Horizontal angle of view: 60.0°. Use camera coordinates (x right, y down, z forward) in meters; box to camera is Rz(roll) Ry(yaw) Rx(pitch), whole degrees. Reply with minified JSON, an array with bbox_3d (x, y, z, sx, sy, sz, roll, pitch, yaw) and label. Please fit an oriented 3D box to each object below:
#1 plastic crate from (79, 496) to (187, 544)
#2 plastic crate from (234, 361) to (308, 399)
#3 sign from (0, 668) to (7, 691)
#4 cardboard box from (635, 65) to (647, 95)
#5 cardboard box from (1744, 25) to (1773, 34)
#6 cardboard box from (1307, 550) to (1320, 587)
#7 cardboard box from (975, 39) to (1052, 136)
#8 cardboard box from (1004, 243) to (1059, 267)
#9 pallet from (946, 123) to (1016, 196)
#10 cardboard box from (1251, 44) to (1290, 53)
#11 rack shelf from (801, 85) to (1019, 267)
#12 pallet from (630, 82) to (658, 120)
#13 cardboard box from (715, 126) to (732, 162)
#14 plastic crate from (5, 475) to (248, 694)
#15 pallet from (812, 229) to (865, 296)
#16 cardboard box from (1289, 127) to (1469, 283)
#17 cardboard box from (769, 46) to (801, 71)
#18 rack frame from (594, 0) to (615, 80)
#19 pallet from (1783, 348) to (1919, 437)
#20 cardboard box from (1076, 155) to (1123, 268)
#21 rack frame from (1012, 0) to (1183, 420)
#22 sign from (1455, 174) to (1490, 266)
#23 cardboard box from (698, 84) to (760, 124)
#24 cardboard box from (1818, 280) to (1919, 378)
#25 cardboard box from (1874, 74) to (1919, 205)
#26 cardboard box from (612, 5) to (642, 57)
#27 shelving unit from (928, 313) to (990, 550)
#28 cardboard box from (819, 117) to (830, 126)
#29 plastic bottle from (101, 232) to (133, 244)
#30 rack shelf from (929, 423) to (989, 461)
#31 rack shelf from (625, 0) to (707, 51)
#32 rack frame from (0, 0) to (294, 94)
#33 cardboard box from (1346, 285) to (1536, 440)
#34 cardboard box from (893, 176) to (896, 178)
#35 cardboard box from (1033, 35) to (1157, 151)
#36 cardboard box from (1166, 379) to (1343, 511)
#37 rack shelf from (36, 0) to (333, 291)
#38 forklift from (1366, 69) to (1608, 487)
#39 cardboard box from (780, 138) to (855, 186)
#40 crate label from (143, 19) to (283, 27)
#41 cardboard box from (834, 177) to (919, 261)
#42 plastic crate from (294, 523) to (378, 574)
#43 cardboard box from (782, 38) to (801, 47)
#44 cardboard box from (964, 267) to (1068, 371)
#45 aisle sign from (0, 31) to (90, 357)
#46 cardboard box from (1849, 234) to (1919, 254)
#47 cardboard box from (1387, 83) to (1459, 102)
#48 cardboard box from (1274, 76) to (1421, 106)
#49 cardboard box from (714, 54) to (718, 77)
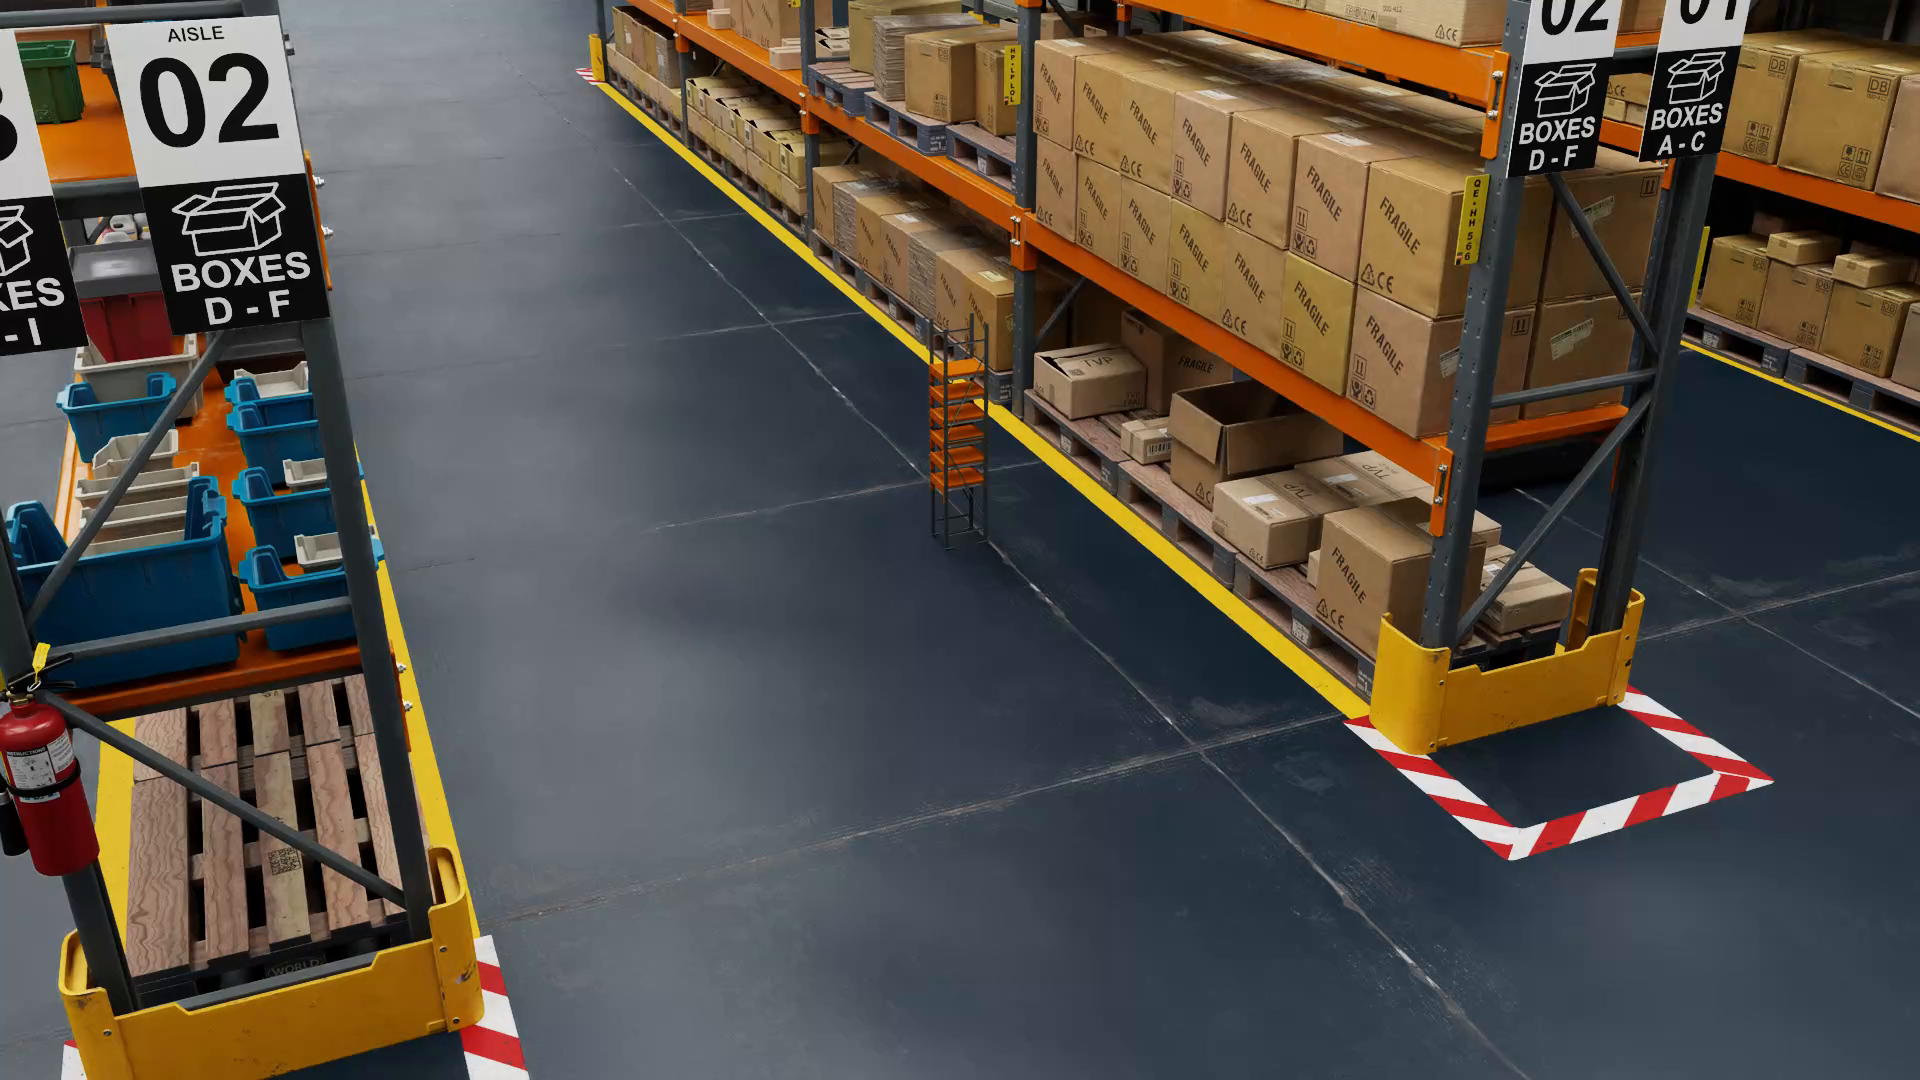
[{"bbox_3d":[-2.773,-0.059,5.683,0.396,0.136,0.243,-11,28,-21],"label":"plastic crate"},{"bbox_3d":[-2.795,-0.604,6.801,0.293,0.136,0.466,-11,28,-21],"label":"plastic crate"},{"bbox_3d":[-2.686,0.295,4.540,0.100,0.325,0.005,-11,28,-21],"label":"sign"},{"bbox_3d":[-3.302,-5.134,18.501,0.500,0.250,0.500,-11,28,-21],"label":"cardboard box"},{"bbox_3d":[5.414,-3.466,11.954,0.500,0.500,0.500,-12,28,-22],"label":"cardboard box"},{"bbox_3d":[1.857,0.137,7.778,0.380,0.166,0.250,-11,28,-21],"label":"cardboard box"},{"bbox_3d":[0.499,-2.927,10.733,0.700,0.500,0.500,-6,27,-12],"label":"cardboard box"},{"bbox_3d":[0.622,-1.722,11.205,0.500,0.500,0.500,-10,28,-20],"label":"cardboard box"},{"bbox_3d":[0.594,-2.452,10.572,1.003,0.211,1.213,-11,28,-21],"label":"pallet"},{"bbox_3d":[3.095,-4.805,16.666,0.500,0.250,0.500,-11,28,-21],"label":"cardboard box"},{"bbox_3d":[0.023,-2.681,11.642,1.077,0.370,4.000,-11,28,-21],"label":"rack shelf"},{"bbox_3d":[-3.081,-4.995,18.740,1.003,0.211,1.213,-11,28,-21],"label":"pallet"},{"bbox_3d":[-1.992,-3.759,15.685,0.500,0.250,0.500,-11,28,-22],"label":"cardboard box"},{"bbox_3d":[-2.490,0.122,4.973,0.616,0.435,0.499,-11,28,-21],"label":"plastic crate"},{"bbox_3d":[-0.503,-2.251,13.119,1.003,0.211,1.213,-11,28,-21],"label":"pallet"},{"bbox_3d":[1.747,-1.413,6.971,0.500,0.500,0.500,-10,28,-19],"label":"cardboard box"},{"bbox_3d":[-1.367,-4.014,13.840,0.380,0.149,0.250,-11,28,-21],"label":"cardboard box"},{"bbox_3d":[-3.893,-7.041,19.753,1.000,3.000,0.127,-11,28,-21],"label":"rack frame"},{"bbox_3d":[6.070,-0.983,10.522,1.003,0.211,1.213,-11,28,-21],"label":"pallet"},{"bbox_3d":[0.958,-1.783,8.869,0.500,0.500,0.500,-10,28,-20],"label":"cardboard box"},{"bbox_3d":[0.806,-2.197,9.831,1.000,3.000,0.127,-11,28,-21],"label":"rack frame"},{"bbox_3d":[1.854,-1.157,6.021,0.100,0.325,0.005,-11,28,-21],"label":"sign"},{"bbox_3d":[-2.203,-4.219,15.988,0.500,0.311,0.500,-11,28,-21],"label":"cardboard box"},{"bbox_3d":[5.954,-1.384,10.537,0.700,0.500,0.500,-10,28,-19],"label":"cardboard box"},{"bbox_3d":[6.135,-2.375,9.853,0.980,0.700,0.700,-12,28,-23],"label":"cardboard box"},{"bbox_3d":[-3.690,-5.875,19.165,0.500,0.500,0.500,-11,28,-21],"label":"cardboard box"},{"bbox_3d":[-0.006,-0.545,8.499,0.258,1.200,0.189,-11,28,-21],"label":"shelving unit"},{"bbox_3d":[-1.106,-3.696,14.916,0.500,0.311,0.500,-11,28,-22],"label":"cardboard box"},{"bbox_3d":[-4.205,-1.395,8.330,0.152,0.276,0.135,-11,28,-21],"label":"plastic bottle"},{"bbox_3d":[-0.006,-0.505,8.518,0.258,0.103,0.180,-11,28,-21],"label":"rack shelf"},{"bbox_3d":[-3.110,-5.911,18.257,1.077,0.370,4.000,-11,28,-21],"label":"rack shelf"},{"bbox_3d":[-2.187,-2.428,3.467,1.000,3.000,0.127,-11,28,-21],"label":"rack frame"},{"bbox_3d":[1.947,-0.761,6.776,0.500,0.500,0.500,-10,28,-19],"label":"cardboard box"},{"bbox_3d":[-0.695,-3.027,14.186,0.500,0.250,0.500,-11,28,-21],"label":"cardboard box"},{"bbox_3d":[0.732,-2.453,9.101,0.500,0.500,0.500,-10,28,-19],"label":"cardboard box"},{"bbox_3d":[1.547,-0.515,8.730,0.797,0.503,0.637,-11,28,-21],"label":"cardboard box"},{"bbox_3d":[-2.970,-1.565,5.937,1.077,0.370,4.000,-11,28,-21],"label":"rack shelf"},{"bbox_3d":[2.732,-2.229,9.975,1.130,2.935,3.031,-9,27,-17],"label":"forklift"},{"bbox_3d":[-1.192,-3.186,13.873,0.500,0.311,0.500,-10,28,-19],"label":"cardboard box"},{"bbox_3d":[-2.251,-1.442,5.034,0.408,0.251,0.502,-11,28,-21],"label":"crate label"},{"bbox_3d":[-0.635,-2.443,12.682,0.500,0.500,0.500,-12,28,-22],"label":"cardboard box"},{"bbox_3d":[-2.030,0.059,5.442,0.250,0.136,0.298,-11,28,-21],"label":"plastic crate"},{"bbox_3d":[-1.312,-4.204,14.228,0.380,0.149,0.250,-8,27,-17],"label":"cardboard box"},{"bbox_3d":[0.349,-1.421,10.590,0.500,0.500,0.500,-11,28,-21],"label":"cardboard box"},{"bbox_3d":[-2.428,-0.821,4.050,0.394,0.787,0.004,-11,28,-21],"label":"aisle sign"},{"bbox_3d":[5.999,-1.861,10.774,0.380,0.149,0.250,-12,28,-22],"label":"cardboard box"},{"bbox_3d":[3.964,-3.568,14.610,0.750,0.750,0.750,-11,28,-21],"label":"cardboard box"},{"bbox_3d":[1.839,-1.918,8.006,0.500,0.500,0.500,-11,28,-21],"label":"cardboard box"},{"bbox_3d":[-2.423,-5.158,17.696,0.500,0.500,0.500,-11,28,-21],"label":"cardboard box"}]
